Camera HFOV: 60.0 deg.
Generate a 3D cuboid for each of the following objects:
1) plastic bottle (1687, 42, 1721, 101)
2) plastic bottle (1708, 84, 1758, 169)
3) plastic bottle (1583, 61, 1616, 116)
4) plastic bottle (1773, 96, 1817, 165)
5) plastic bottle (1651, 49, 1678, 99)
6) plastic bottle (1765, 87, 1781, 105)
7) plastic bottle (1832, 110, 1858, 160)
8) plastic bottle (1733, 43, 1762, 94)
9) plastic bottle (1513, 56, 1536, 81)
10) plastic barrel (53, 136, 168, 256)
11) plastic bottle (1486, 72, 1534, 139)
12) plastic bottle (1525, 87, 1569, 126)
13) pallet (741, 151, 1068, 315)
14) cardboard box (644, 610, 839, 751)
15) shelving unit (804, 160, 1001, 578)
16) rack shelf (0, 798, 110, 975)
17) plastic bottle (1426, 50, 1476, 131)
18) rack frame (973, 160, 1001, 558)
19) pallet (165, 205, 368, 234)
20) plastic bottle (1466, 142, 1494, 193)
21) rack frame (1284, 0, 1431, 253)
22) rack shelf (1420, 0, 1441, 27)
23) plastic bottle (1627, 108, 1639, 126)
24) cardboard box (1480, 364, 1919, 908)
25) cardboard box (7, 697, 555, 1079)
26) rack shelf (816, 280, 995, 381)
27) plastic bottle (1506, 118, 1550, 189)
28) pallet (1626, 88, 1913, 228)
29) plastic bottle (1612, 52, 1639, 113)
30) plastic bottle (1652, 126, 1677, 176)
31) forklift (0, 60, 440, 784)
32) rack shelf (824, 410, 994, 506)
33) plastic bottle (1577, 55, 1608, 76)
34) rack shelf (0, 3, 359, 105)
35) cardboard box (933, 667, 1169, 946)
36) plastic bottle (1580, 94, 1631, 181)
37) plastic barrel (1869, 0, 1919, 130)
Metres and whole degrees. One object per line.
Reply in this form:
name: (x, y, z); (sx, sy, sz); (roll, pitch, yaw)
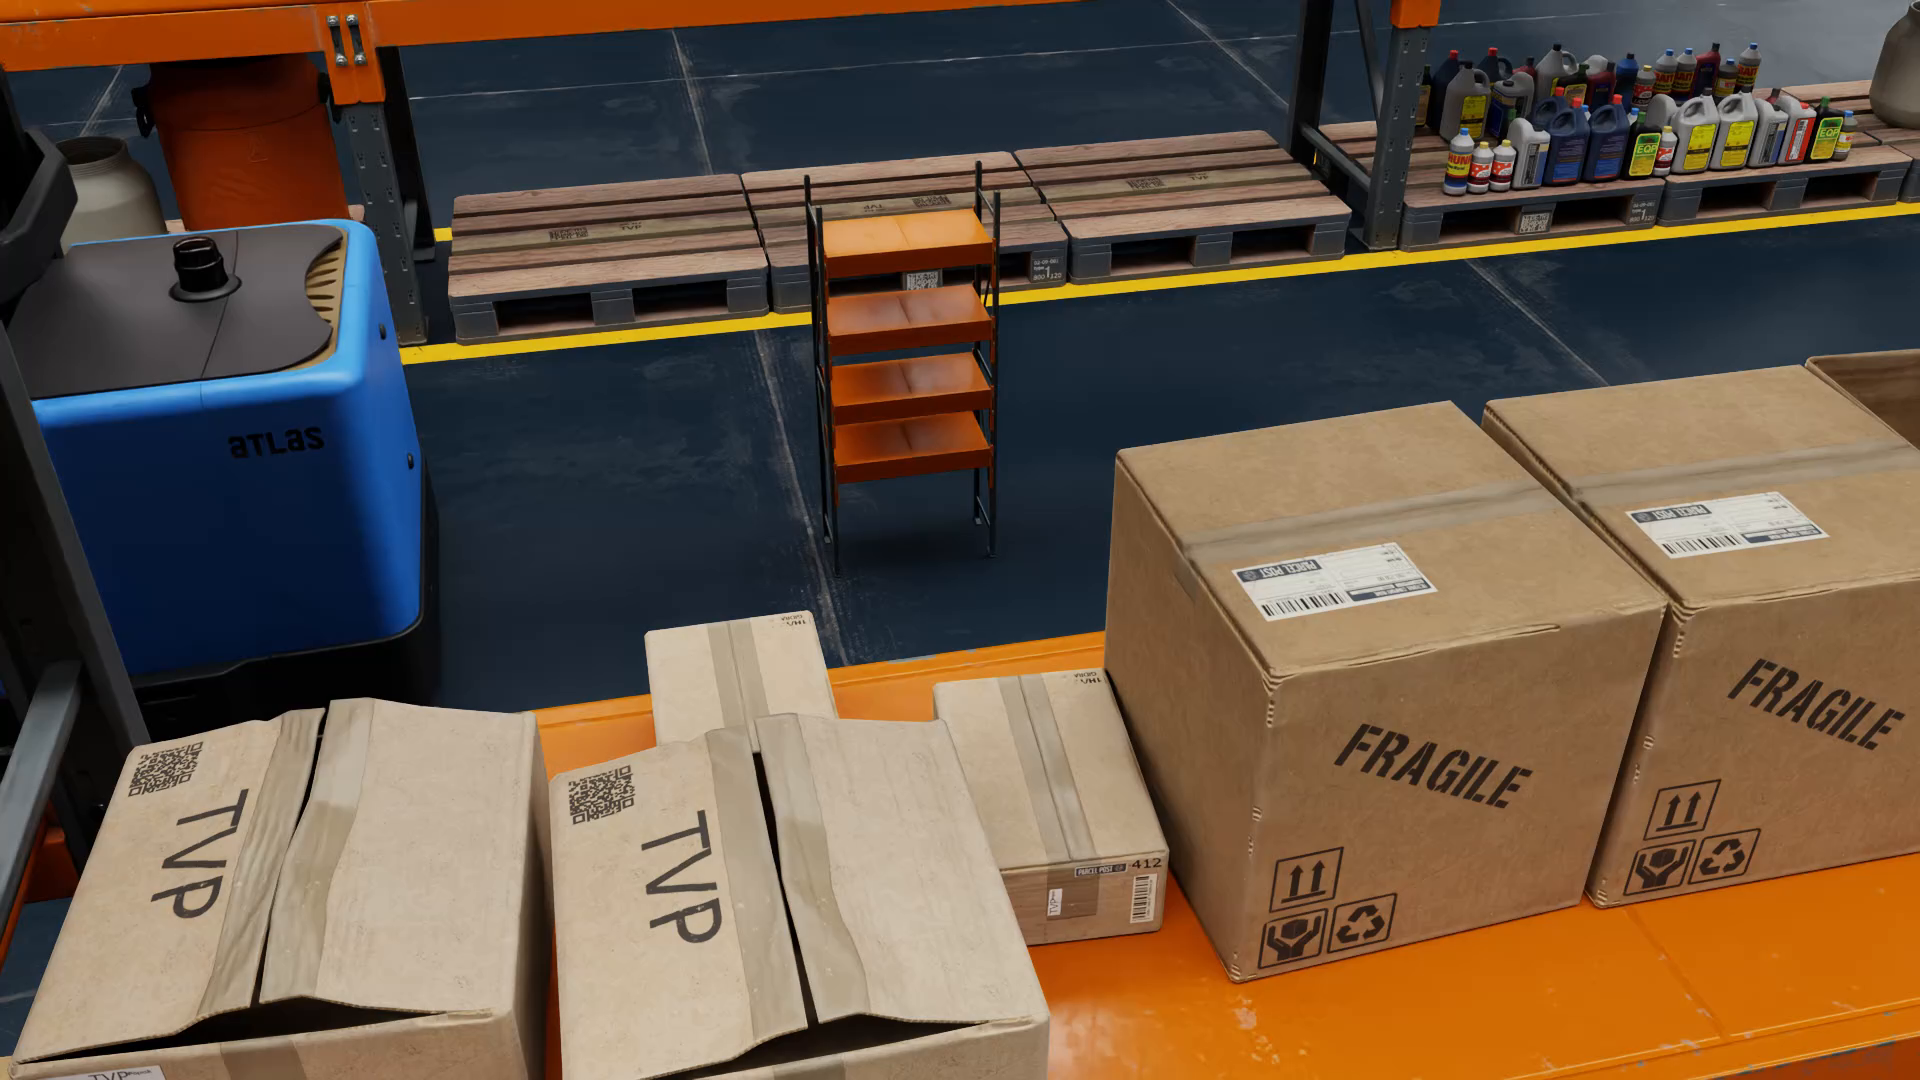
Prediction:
plastic bottle: (3.532, -2.222, 7.912); (0.133, 0.283, 0.061); (-7, 34, -10)
plastic bottle: (3.352, -1.801, 7.225); (0.185, 0.351, 0.144); (-6, 34, -9)
plastic bottle: (2.943, -2.061, 7.672); (0.133, 0.283, 0.061); (-7, 35, -11)
plastic bottle: (3.648, -1.810, 7.305); (0.135, 0.276, 0.152); (-7, 34, -10)
plastic bottle: (3.325, -2.180, 7.861); (0.097, 0.271, 0.097); (0, 34, 0)
plastic bottle: (3.624, -1.871, 7.389); (0.133, 0.283, 0.061); (-7, 35, -11)
plastic bottle: (3.899, -1.795, 7.350); (0.097, 0.201, 0.097); (0, 34, 0)
plastic bottle: (3.757, -2.235, 7.942); (0.097, 0.271, 0.097); (0, 34, 0)
plastic bottle: (2.594, -2.104, 7.736); (0.133, 0.283, 0.061); (-5, 34, -7)
plastic barrel: (-3.213, -1.209, 6.215); (0.421, 0.512, 0.421); (0, 34, 0)
plastic bottle: (2.502, -1.980, 7.559); (0.135, 0.276, 0.152); (-7, 35, -11)
plastic bottle: (2.540, -1.782, 7.195); (0.185, 0.351, 0.144); (-7, 35, -11)
pallet: (-0.257, -1.319, 7.027); (1.213, 0.211, 1.003); (-7, 35, -11)
cardboard box: (-0.303, 0.281, 2.365); (0.250, 0.149, 0.380); (-7, 35, -11)
shelving unit: (-0.161, -0.478, 4.885); (0.503, 1.200, 0.258); (-7, 35, -11)
rack shelf: (-3.070, 0.982, 1.740); (4.000, 0.370, 1.077); (-7, 35, -11)
plastic bottle: (2.257, -2.065, 7.618); (0.185, 0.351, 0.144); (-8, 35, -12)
rack frame: (0.077, -0.508, 4.930); (0.015, 1.200, 0.240); (-7, 35, -11)
pallet: (-2.969, -0.978, 6.517); (1.213, 0.211, 1.003); (-7, 35, -11)
plastic bottle: (2.199, -1.581, 7.030); (0.097, 0.201, 0.097); (0, 34, 0)
rack frame: (1.693, -2.747, 6.651); (0.127, 3.000, 1.000); (-7, 35, -11)
rack shelf: (3.643, -2.694, 7.218); (4.000, 0.370, 1.077); (-7, 35, -11)
plastic bottle: (2.891, -1.732, 7.192); (0.097, 0.271, 0.097); (0, 34, 0)
cardboard box: (1.027, 0.116, 2.295); (0.500, 0.500, 0.500); (-7, 35, -10)
cardboard box: (-0.755, 0.454, 1.962); (0.500, 0.311, 0.500); (-5, 34, -8)
rack shelf: (-0.161, -0.608, 4.798); (0.480, 0.148, 0.258); (-7, 35, -11)
plastic bottle: (2.409, -1.654, 7.072); (0.135, 0.276, 0.152); (-6, 34, -9)
pallet: (3.549, -1.801, 7.744); (1.213, 0.211, 1.003); (-7, 35, -11)
plastic bottle: (3.127, -2.155, 7.824); (0.097, 0.271, 0.097); (0, 34, 0)
plastic bottle: (3.037, -1.686, 7.188); (0.097, 0.201, 0.097); (0, 34, 0)
forklift: (-2.992, -0.779, 3.781); (3.031, 2.935, 1.130); (-8, 35, -12)
rack shelf: (-0.161, -0.257, 5.033); (0.480, 0.148, 0.258); (-7, 35, -11)
plastic bottle: (2.919, -2.115, 7.760); (0.135, 0.276, 0.152); (-7, 34, -10)
rack shelf: (-4.160, -1.710, 5.753); (4.000, 0.370, 1.077); (-7, 35, -11)
cardboard box: (0.112, 0.354, 2.255); (0.250, 0.149, 0.380); (-5, 34, -7)
plastic bottle: (2.756, -1.726, 7.113); (0.185, 0.351, 0.144); (-9, 35, -13)
plastic barrel: (4.480, -2.196, 7.686); (0.421, 0.512, 0.421); (0, 34, 0)
